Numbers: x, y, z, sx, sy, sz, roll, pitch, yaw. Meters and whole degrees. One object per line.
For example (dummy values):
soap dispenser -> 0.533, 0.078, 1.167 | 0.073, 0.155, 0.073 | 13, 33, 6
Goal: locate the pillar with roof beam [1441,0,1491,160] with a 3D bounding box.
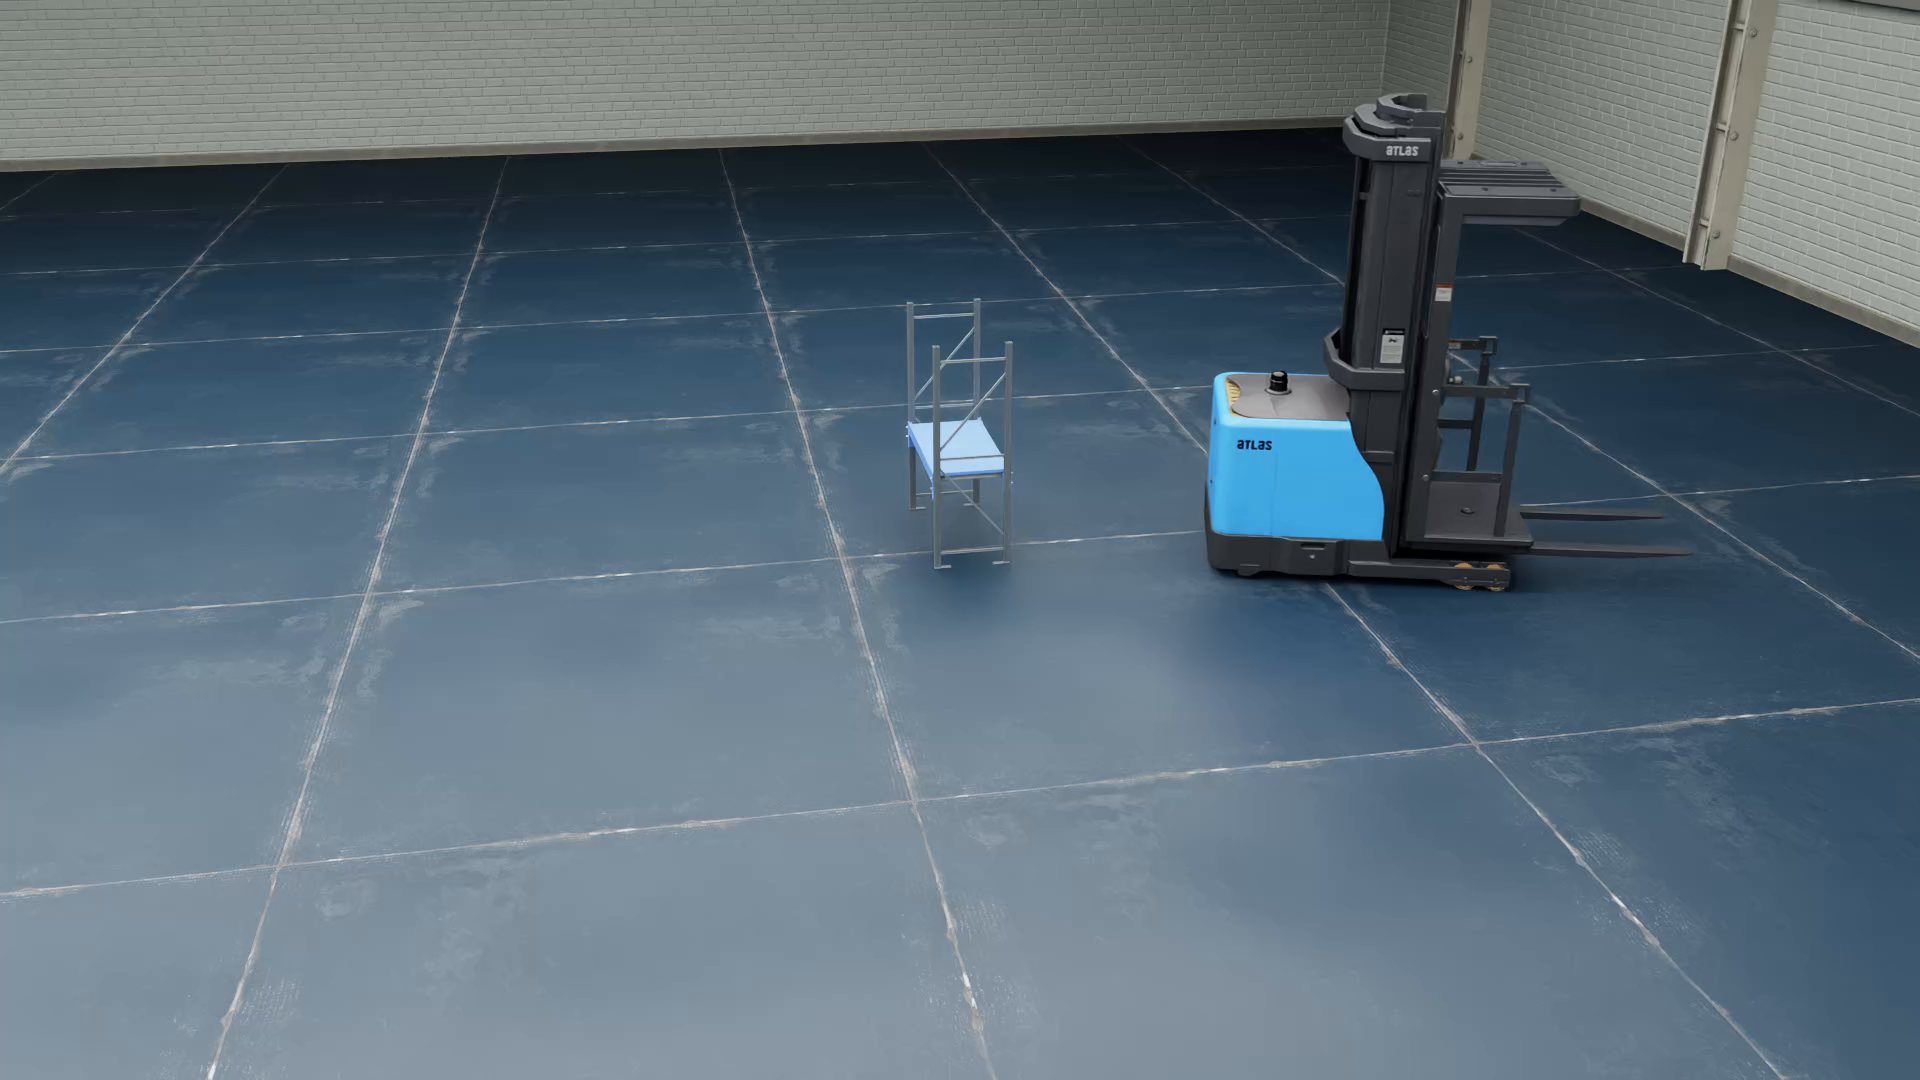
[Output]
pillar with roof beam -> 2.773, -9.159, 20.978 | 9.100, 9.000, 0.400 | -4, 24, -10

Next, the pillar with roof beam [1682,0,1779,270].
pillar with roof beam -> 3.883, -6.799, 15.575 | 9.100, 9.000, 0.400 | -4, 24, -10

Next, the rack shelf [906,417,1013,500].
rack shelf -> -0.016, -0.556, 11.099 | 0.538, 0.185, 1.000 | -4, 24, -10

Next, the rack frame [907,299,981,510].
rack frame -> -0.110, -0.921, 11.484 | 0.500, 1.500, 0.032 | -4, 24, -10

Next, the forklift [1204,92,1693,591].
forklift -> 3.154, -1.244, 10.436 | 3.031, 2.935, 1.130 | 2, 24, 5

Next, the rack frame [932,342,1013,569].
rack frame -> 0.078, -0.521, 10.569 | 0.500, 1.500, 0.032 | -4, 24, -10

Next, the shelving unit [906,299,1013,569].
shelving unit -> -0.016, -0.721, 11.027 | 0.538, 1.500, 1.048 | -4, 24, -10
